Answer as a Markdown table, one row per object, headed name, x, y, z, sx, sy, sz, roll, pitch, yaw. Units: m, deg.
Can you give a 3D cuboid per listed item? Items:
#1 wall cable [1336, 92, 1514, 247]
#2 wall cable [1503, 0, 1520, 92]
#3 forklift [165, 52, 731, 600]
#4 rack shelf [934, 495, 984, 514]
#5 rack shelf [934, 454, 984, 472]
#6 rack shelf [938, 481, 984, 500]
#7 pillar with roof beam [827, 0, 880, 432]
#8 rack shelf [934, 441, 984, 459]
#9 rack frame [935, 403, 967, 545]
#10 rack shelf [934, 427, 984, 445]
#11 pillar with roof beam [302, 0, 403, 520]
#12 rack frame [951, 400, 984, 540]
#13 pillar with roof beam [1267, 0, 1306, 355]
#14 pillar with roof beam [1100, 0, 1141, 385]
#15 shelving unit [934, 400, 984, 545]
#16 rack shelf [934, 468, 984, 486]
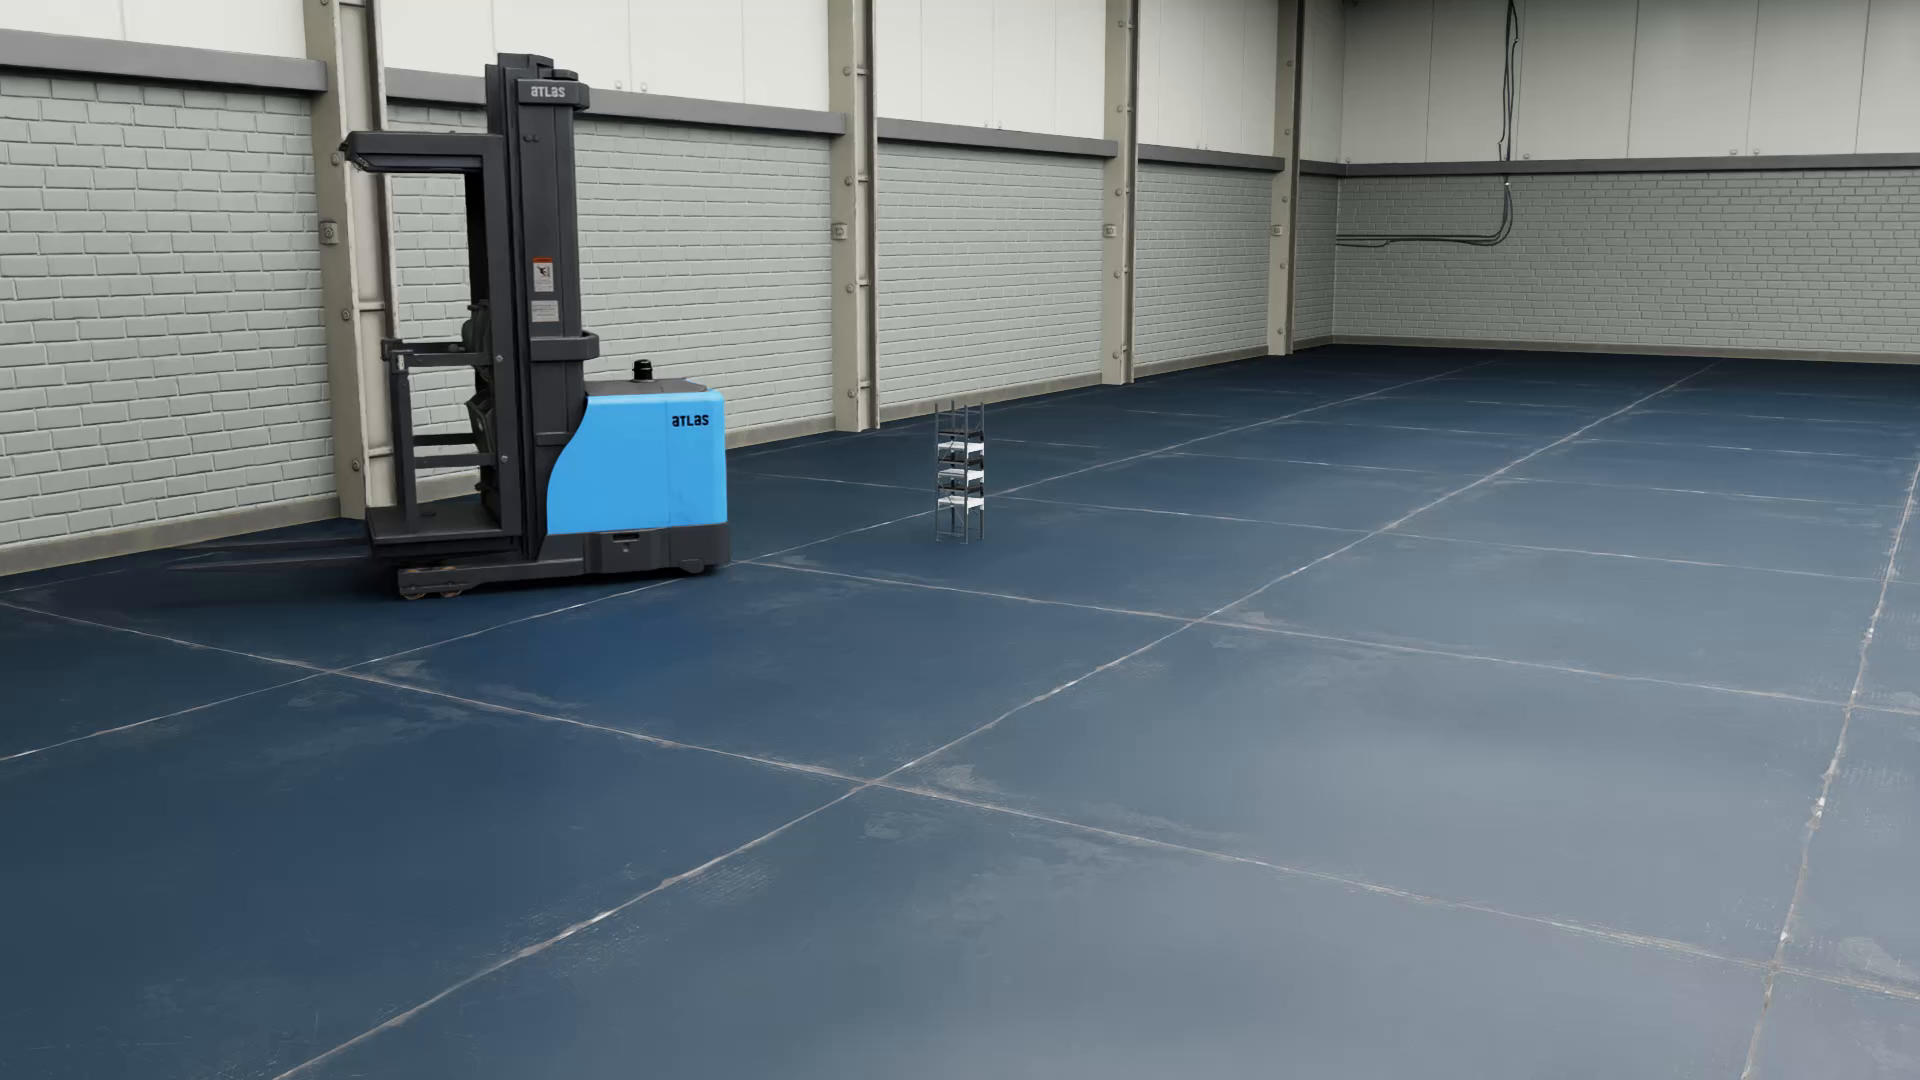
| name | x | y | z | sx | sy | sz | roll | pitch | yaw |
| --- | --- | --- | --- | --- | --- | --- | --- | --- | --- |
| wall cable | 7.840 | -6.247 | 28.224 | 3.097 | 2.526 | 0.112 | 6 | 12 | 31 |
| wall cable | 10.152 | -8.471 | 26.378 | 3.097 | 2.526 | 0.112 | 6 | 12 | 31 |
| forklift | -2.925 | -1.223 | 9.436 | 3.031 | 2.935 | 1.130 | -4 | 11 | -21 |
| rack shelf | -0.004 | -0.231 | 10.818 | 0.258 | 0.077 | 0.200 | 6 | 12 | 31 |
| rack shelf | -0.004 | -0.497 | 10.769 | 0.258 | 0.077 | 0.200 | 6 | 12 | 31 |
| rack shelf | -0.004 | -0.320 | 10.802 | 0.258 | 0.077 | 0.200 | 6 | 12 | 31 |
| pillar with roof beam | 2.630 | -5.138 | 13.860 | 9.100 | 9.000 | 0.400 | 6 | 12 | 31 |
| rack shelf | -0.004 | -0.585 | 10.752 | 0.258 | 0.077 | 0.200 | 6 | 12 | 31 |
| rack frame | -0.057 | -0.425 | 10.694 | 0.240 | 0.900 | 0.006 | 6 | 12 | 31 |
| rack shelf | -0.004 | -0.674 | 10.736 | 0.258 | 0.077 | 0.200 | 6 | 12 | 31 |
| pillar with roof beam | -0.486 | -4.195 | 8.820 | 9.100 | 9.000 | 0.400 | 6 | 12 | 31 |
| rack frame | 0.049 | -0.457 | 10.864 | 0.240 | 0.900 | 0.006 | 6 | 12 | 31 |
| pillar with roof beam | 8.860 | -7.025 | 23.941 | 9.100 | 9.000 | 0.400 | 6 | 12 | 31 |
| pillar with roof beam | 5.745 | -6.082 | 18.900 | 9.100 | 9.000 | 0.400 | 6 | 12 | 31 |
| shelving unit | -0.004 | -0.441 | 10.779 | 0.258 | 0.900 | 0.210 | 6 | 12 | 31 |
| rack shelf | -0.004 | -0.408 | 10.785 | 0.258 | 0.077 | 0.200 | 6 | 12 | 31 |
